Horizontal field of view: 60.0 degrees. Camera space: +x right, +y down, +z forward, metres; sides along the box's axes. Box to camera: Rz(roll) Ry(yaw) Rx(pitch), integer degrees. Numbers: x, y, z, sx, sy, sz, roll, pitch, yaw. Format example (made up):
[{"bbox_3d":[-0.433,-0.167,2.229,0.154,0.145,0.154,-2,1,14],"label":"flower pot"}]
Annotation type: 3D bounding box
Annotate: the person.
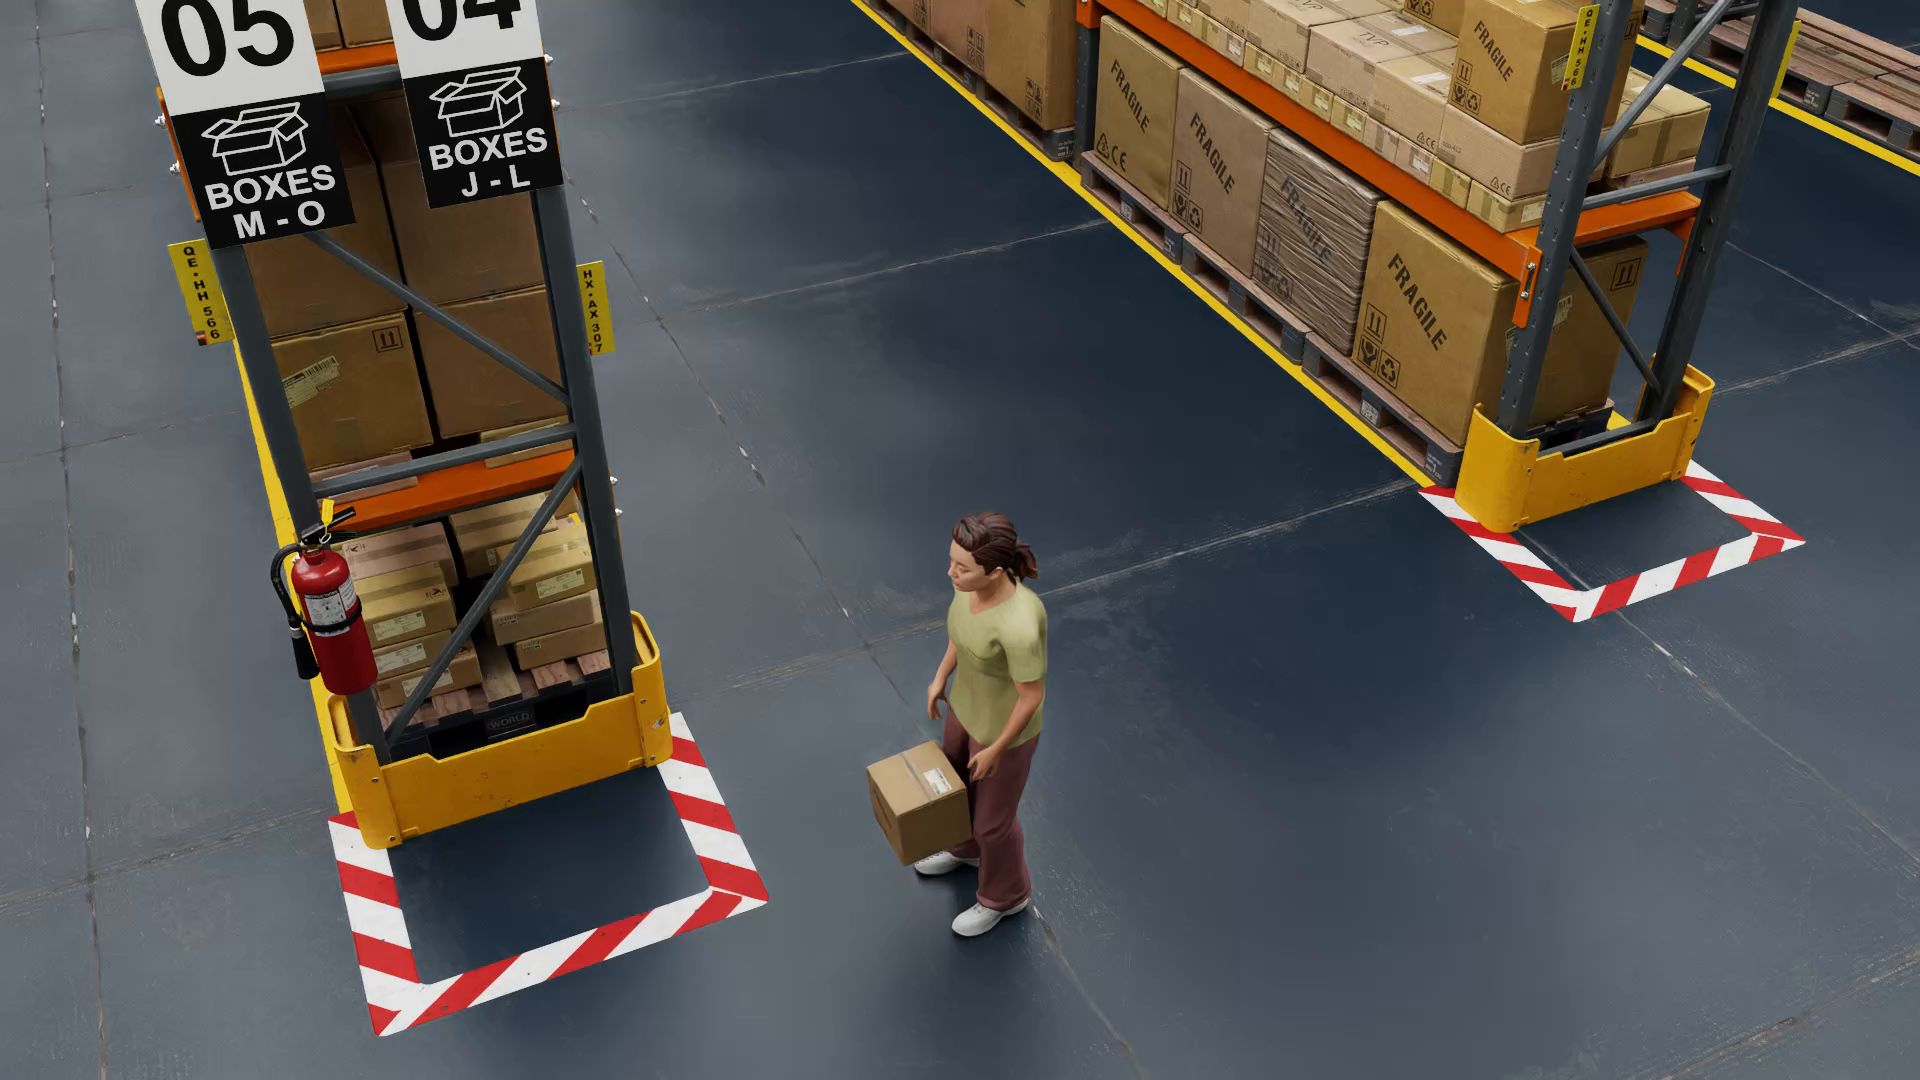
[{"bbox_3d":[0.081,0.585,5.384,0.359,1.676,0.480,-16,40,-20],"label":"person"}]
